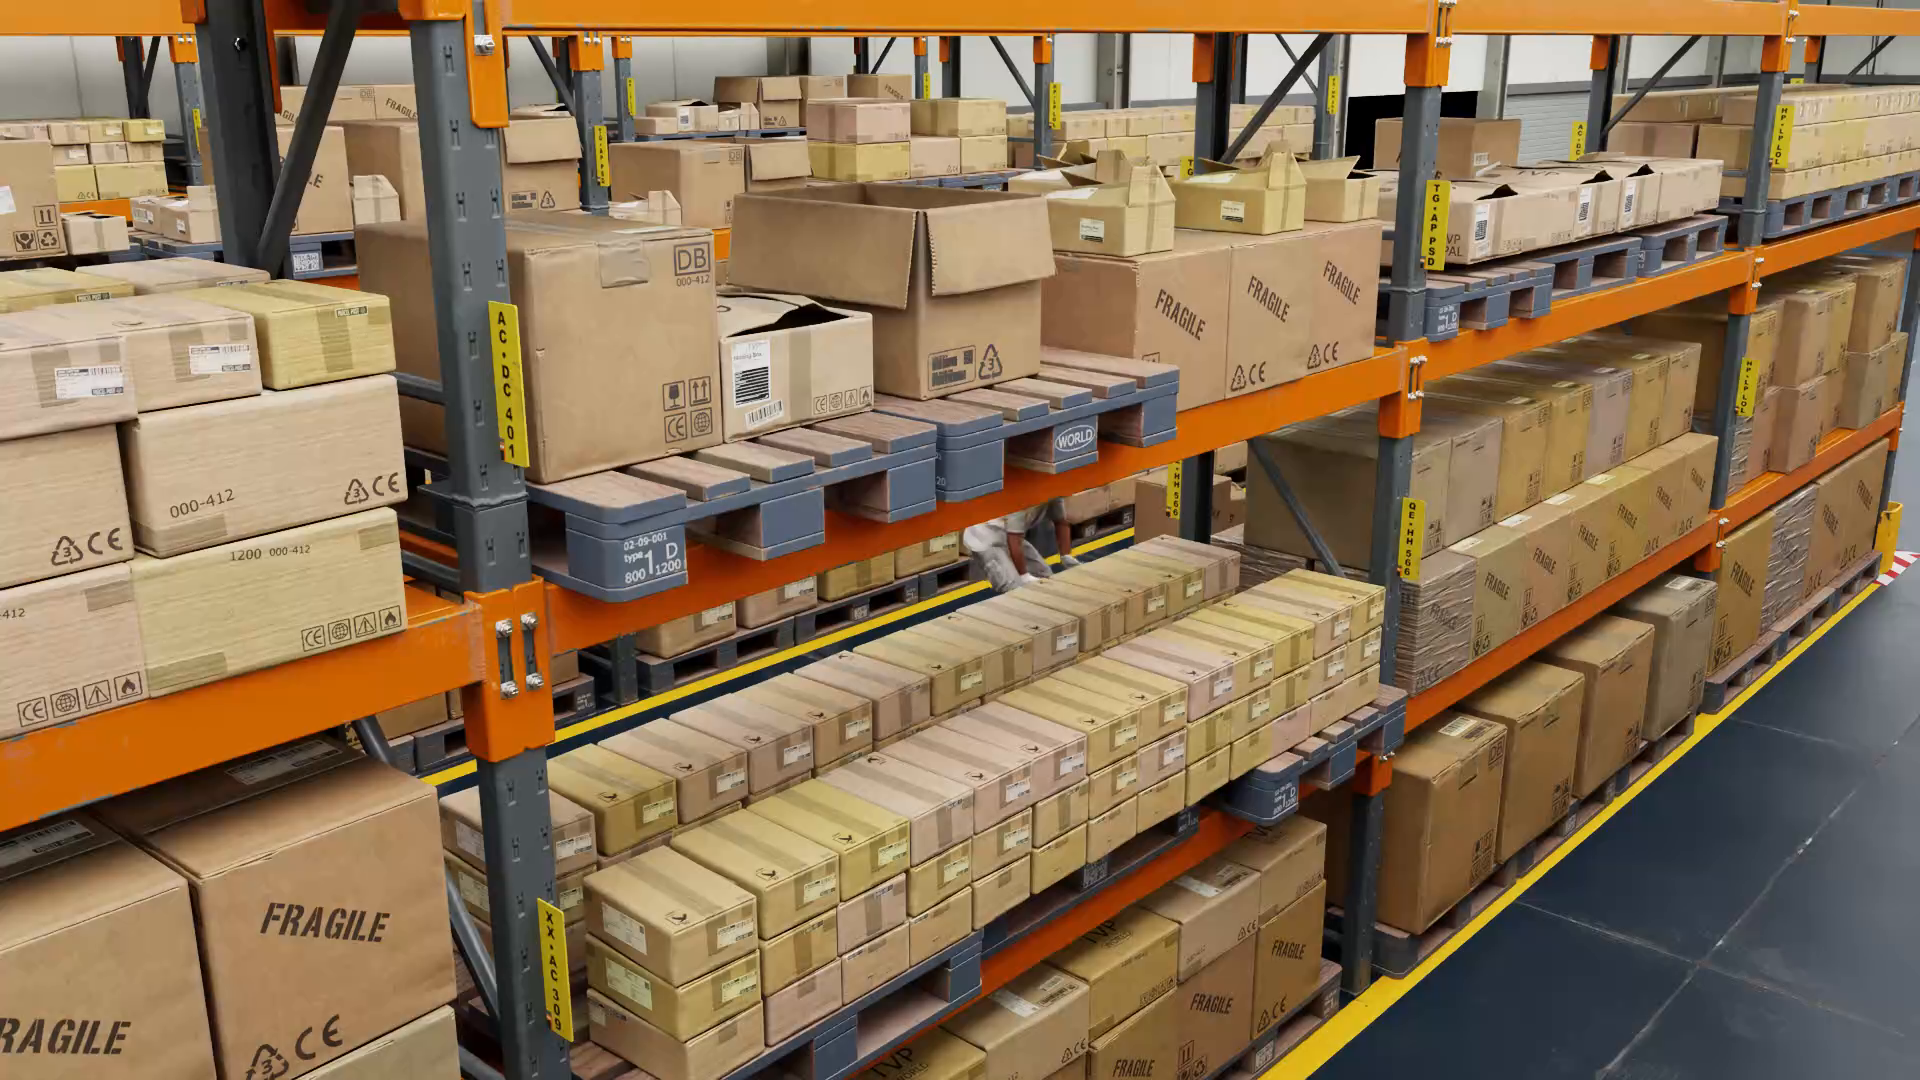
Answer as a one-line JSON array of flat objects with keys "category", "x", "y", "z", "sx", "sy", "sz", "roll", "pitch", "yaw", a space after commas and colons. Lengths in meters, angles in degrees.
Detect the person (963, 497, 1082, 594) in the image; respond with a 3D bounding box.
[{"category": "person", "x": 0.424, "y": 0.079, "z": 10.945, "sx": 0.789, "sy": 1.380, "sz": 0.613, "roll": 14, "pitch": 22, "yaw": 38}]
